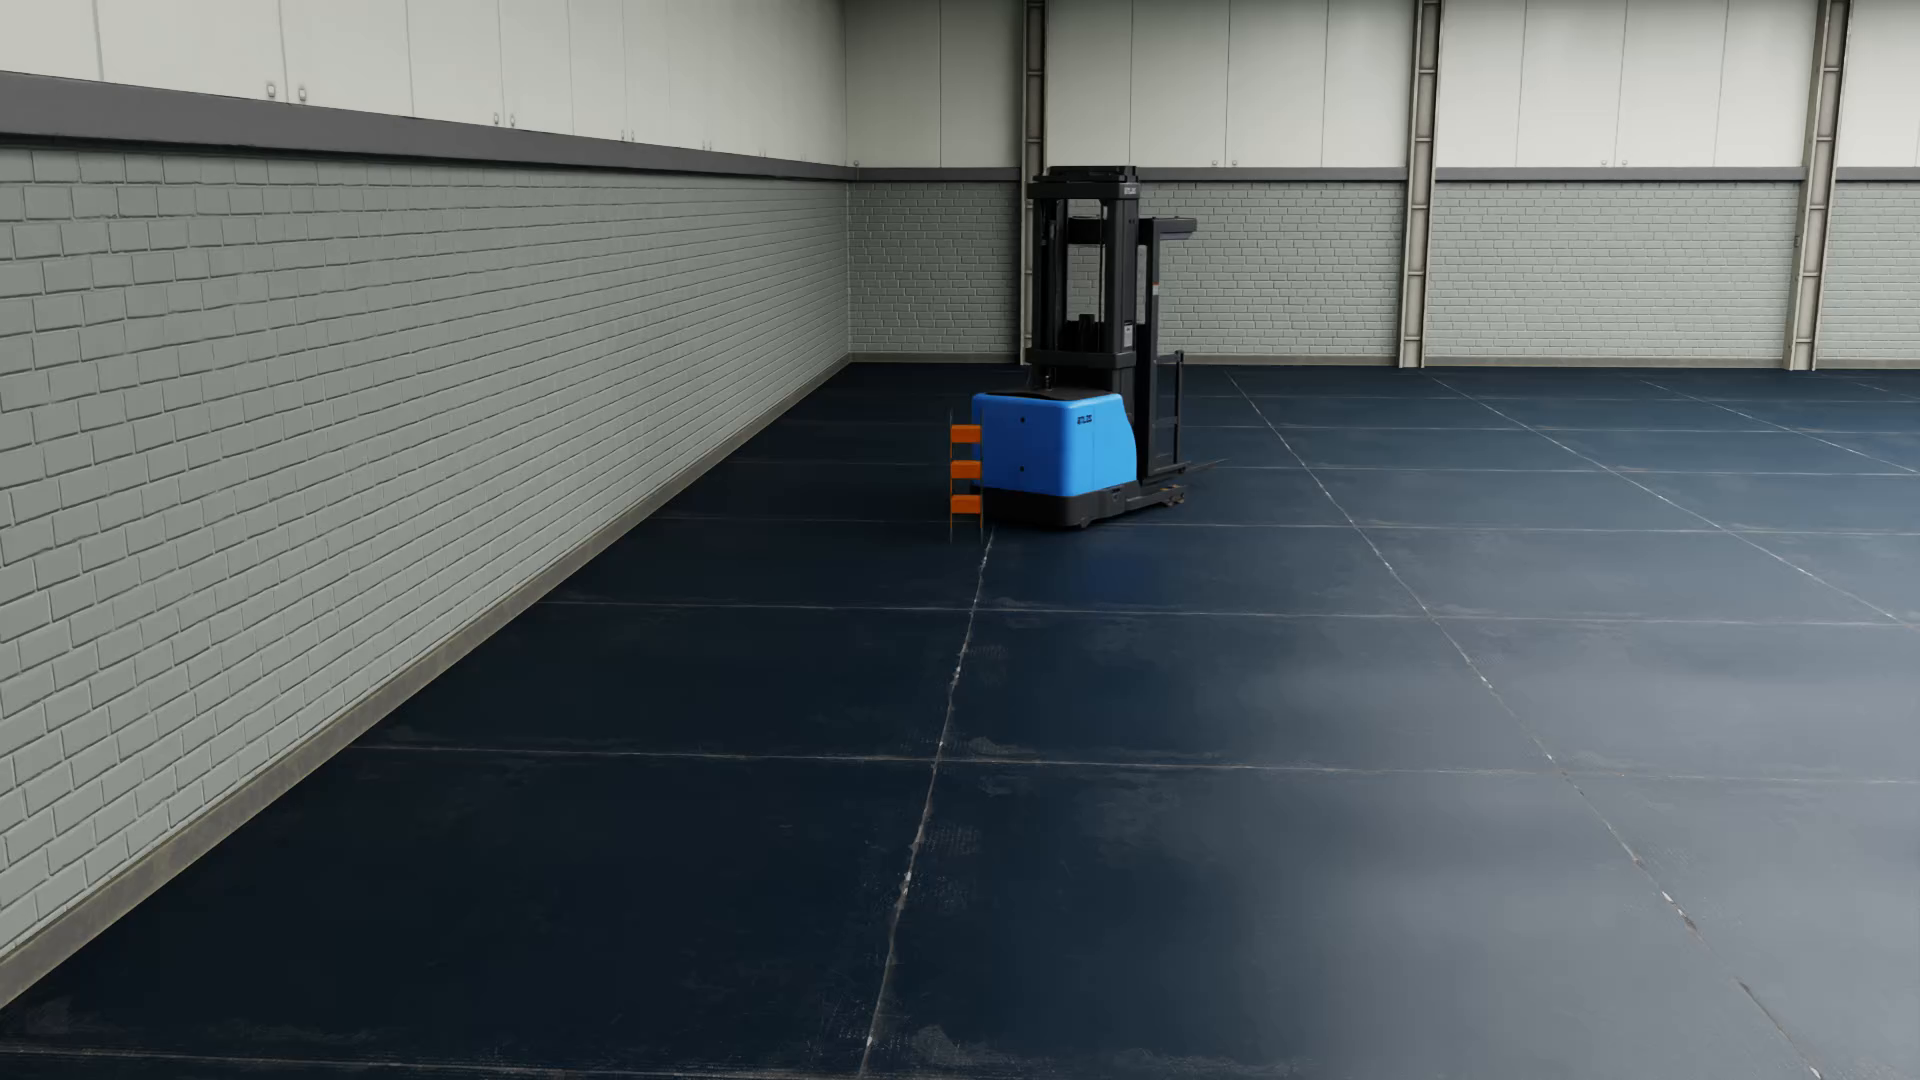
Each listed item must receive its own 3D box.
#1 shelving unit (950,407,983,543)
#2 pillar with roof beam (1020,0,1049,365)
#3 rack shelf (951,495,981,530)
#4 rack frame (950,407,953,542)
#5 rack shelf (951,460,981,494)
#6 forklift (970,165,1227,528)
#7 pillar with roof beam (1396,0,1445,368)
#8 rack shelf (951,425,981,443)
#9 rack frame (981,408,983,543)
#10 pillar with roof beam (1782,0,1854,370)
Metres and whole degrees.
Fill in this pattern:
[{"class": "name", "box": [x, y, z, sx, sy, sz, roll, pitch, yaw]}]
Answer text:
[{"class": "shelving unit", "box": [0.053, -0.513, 13.157, 0.252, 1.050, 0.215, 1, 12, 4]}, {"class": "pillar with roof beam", "box": [0.883, -6.368, 21.734, 0.400, 9.000, 9.100, 1, 12, 4]}, {"class": "rack shelf", "box": [0.053, -0.231, 13.216, 0.240, 0.259, 0.215, 1, 12, 4]}, {"class": "rack frame", "box": [-0.068, -0.515, 13.165, 0.008, 1.050, 0.200, 1, 12, 4]}, {"class": "rack shelf", "box": [0.053, -0.503, 13.159, 0.240, 0.259, 0.215, 1, 12, 4]}, {"class": "forklift", "box": [1.369, -1.780, 14.619, 1.130, 2.935, 3.031, 9, 15, 36]}, {"class": "pillar with roof beam", "box": [6.870, -6.286, 21.341, 0.400, 9.000, 9.100, 1, 12, 4]}, {"class": "rack shelf", "box": [0.053, -0.781, 13.101, 0.240, 0.259, 0.215, 1, 12, 4]}, {"class": "rack frame", "box": [0.175, -0.511, 13.149, 0.008, 1.050, 0.200, 1, 12, 4]}, {"class": "pillar with roof beam", "box": [12.857, -6.204, 20.949, 0.400, 9.000, 9.100, 1, 12, 4]}]
